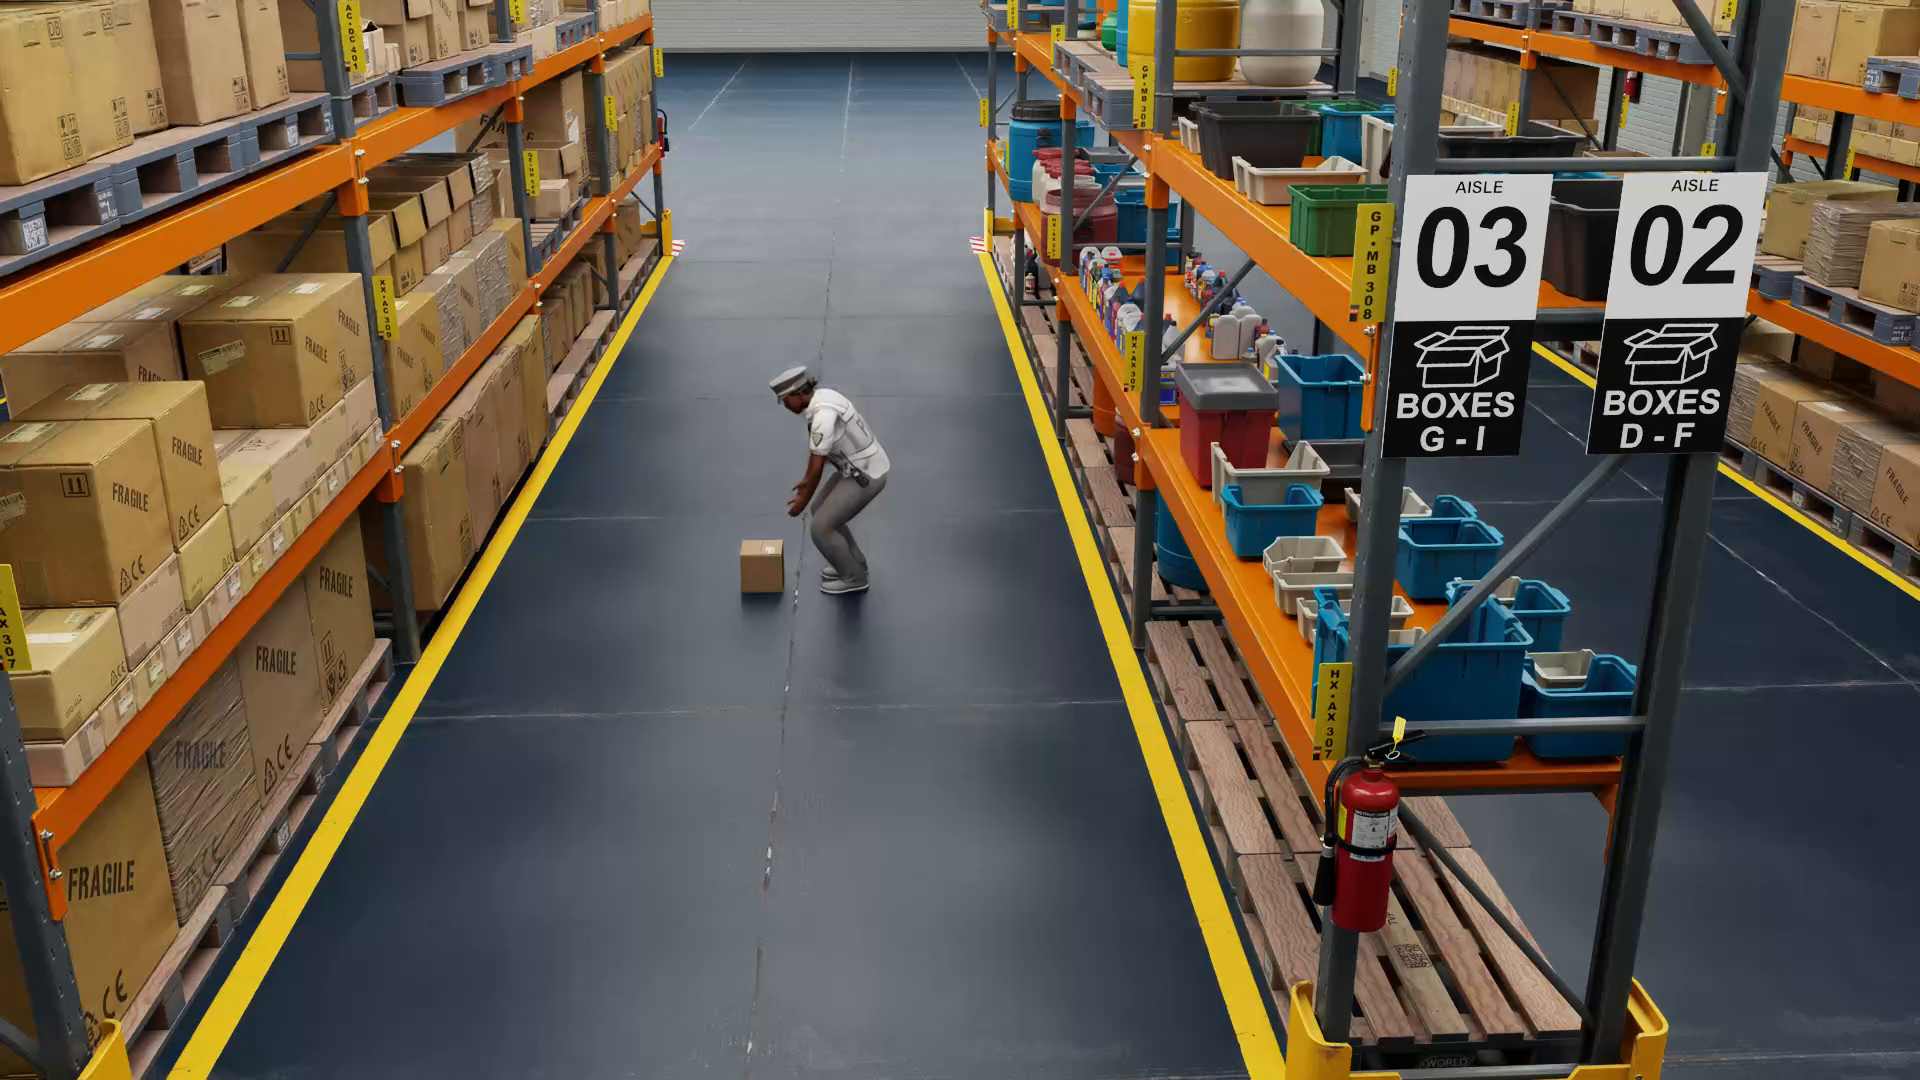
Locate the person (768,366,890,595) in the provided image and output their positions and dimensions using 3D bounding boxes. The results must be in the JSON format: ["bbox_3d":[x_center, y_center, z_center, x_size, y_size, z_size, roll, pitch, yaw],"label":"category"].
[{"bbox_3d":[-0.771,-0.361,9.951,0.708,1.387,0.496,-1,21,-3],"label":"person"}]
